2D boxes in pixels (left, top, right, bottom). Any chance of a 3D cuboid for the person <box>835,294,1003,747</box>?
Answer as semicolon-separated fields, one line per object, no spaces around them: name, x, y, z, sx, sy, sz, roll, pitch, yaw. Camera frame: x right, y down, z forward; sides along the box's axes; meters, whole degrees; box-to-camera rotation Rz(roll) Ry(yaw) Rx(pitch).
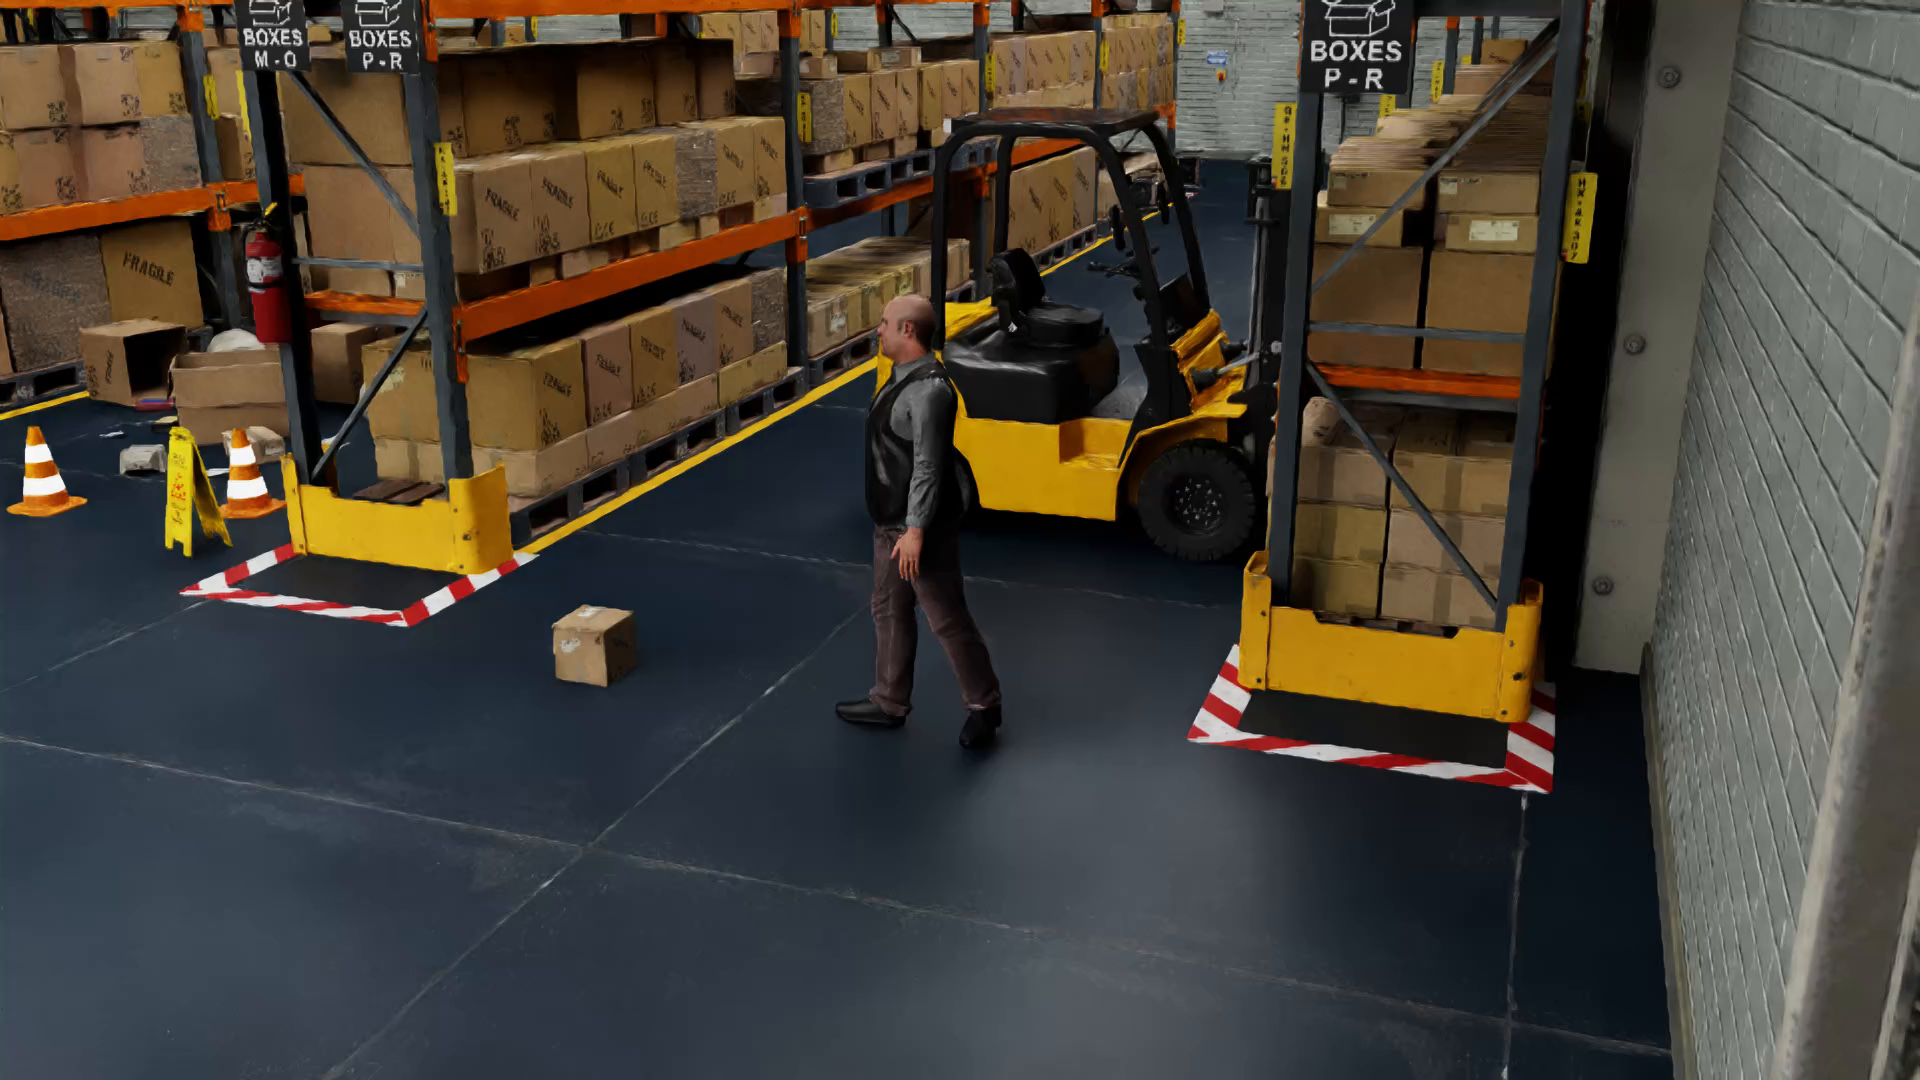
person;-0.159;-0.075;6.323;0.619;1.720;0.649;-4;19;-13
